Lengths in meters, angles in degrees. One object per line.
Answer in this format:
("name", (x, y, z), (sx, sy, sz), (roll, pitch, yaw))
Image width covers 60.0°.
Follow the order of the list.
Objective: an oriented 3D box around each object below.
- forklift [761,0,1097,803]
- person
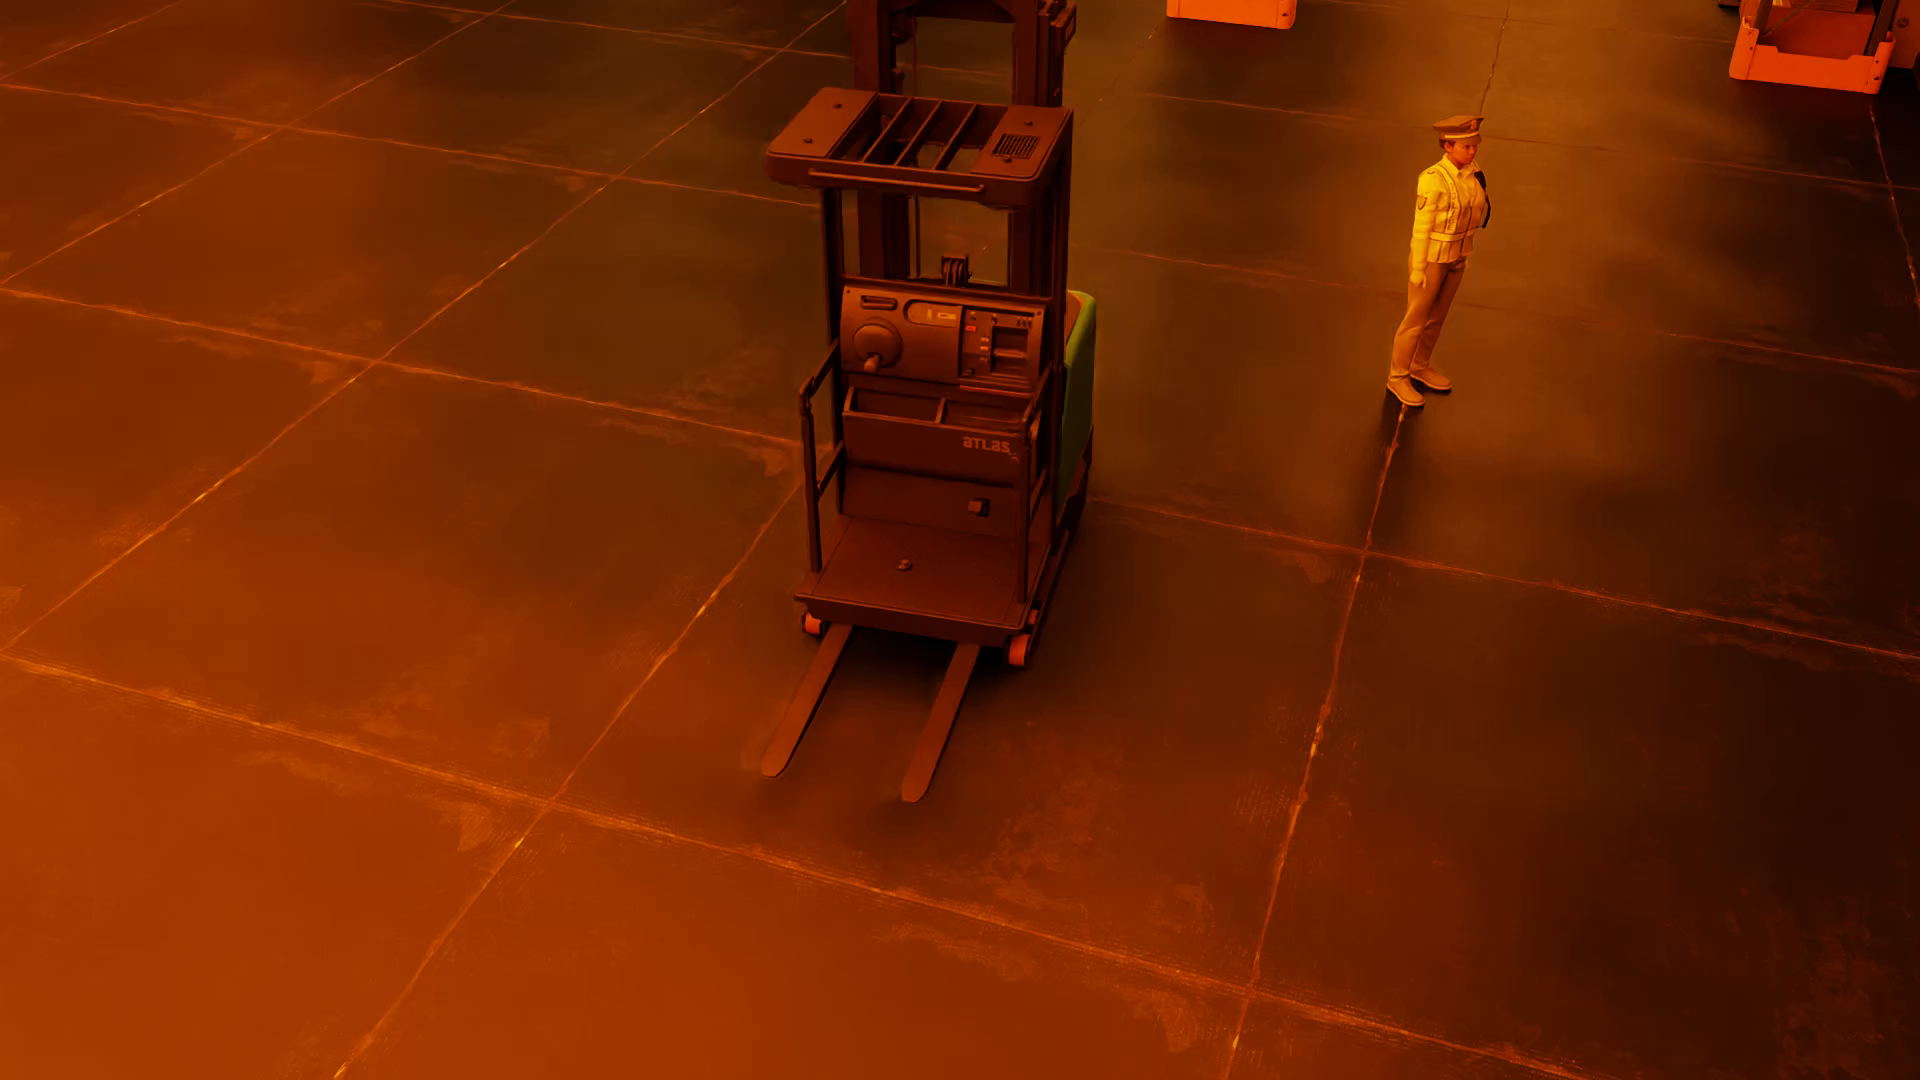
("forklift", (-0.133, -0.844, 7.301), (1.130, 2.935, 3.031), (8, 36, 11))
("person", (2.734, -1.602, 9.447), (0.463, 1.692, 0.339), (-26, 43, -32))
